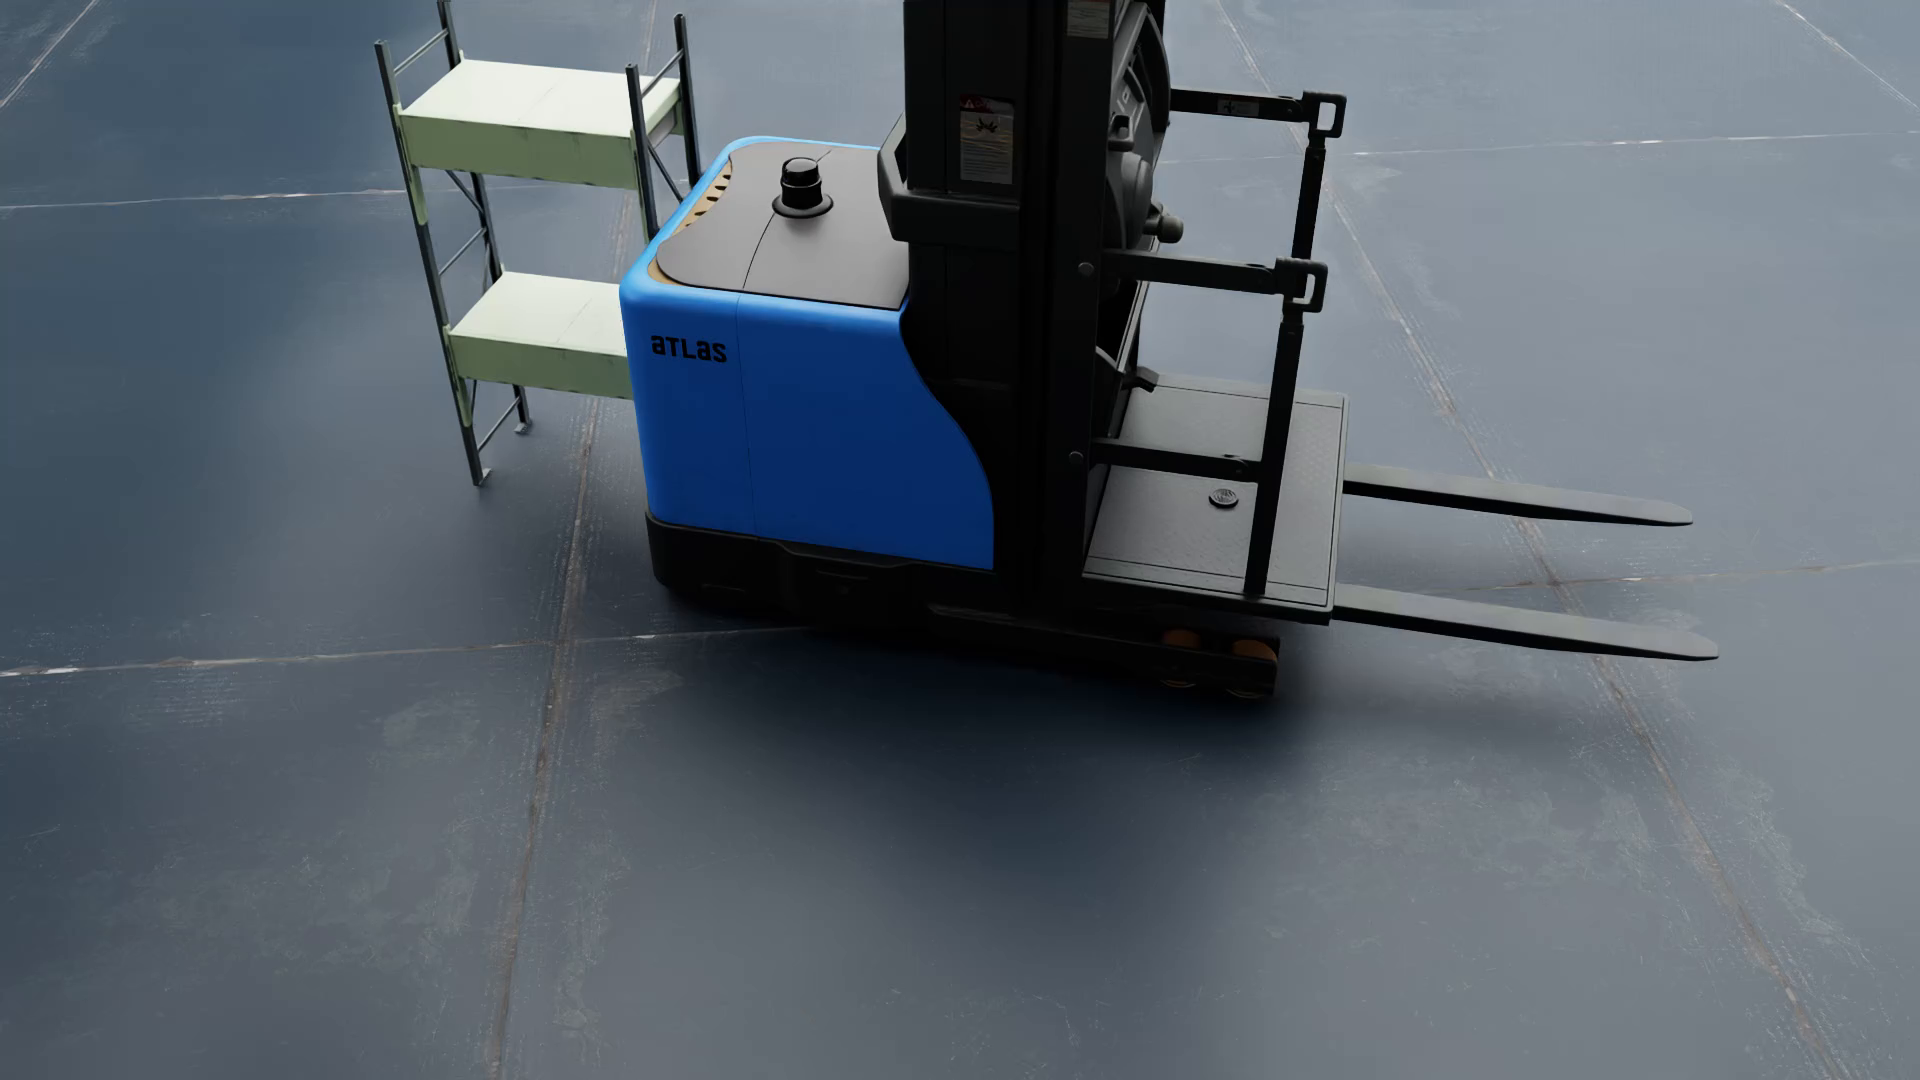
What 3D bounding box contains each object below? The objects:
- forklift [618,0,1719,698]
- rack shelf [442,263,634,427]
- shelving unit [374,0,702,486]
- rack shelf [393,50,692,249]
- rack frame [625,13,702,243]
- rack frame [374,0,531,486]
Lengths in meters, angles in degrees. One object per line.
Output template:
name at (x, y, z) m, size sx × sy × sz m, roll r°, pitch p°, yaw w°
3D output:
forklift at (0.647, -1.068, 4.237) m, size 3.031 × 2.935 × 1.130 m, roll 8°, pitch 39°, yaw 10°
rack shelf at (-1.191, -0.582, 5.303) m, size 0.720 × 0.370 × 0.431 m, roll 8°, pitch 39°, yaw 10°
shelving unit at (-1.192, -0.838, 5.101) m, size 0.755 × 1.500 × 0.431 m, roll 8°, pitch 39°, yaw 10°
rack shelf at (-1.192, -1.145, 4.859) m, size 0.720 × 0.370 × 0.431 m, roll 8°, pitch 39°, yaw 10°
rack frame at (-0.835, -0.788, 5.037) m, size 0.023 × 1.500 × 0.400 m, roll 8°, pitch 39°, yaw 10°
rack frame at (-1.549, -0.889, 5.165) m, size 0.023 × 1.500 × 0.400 m, roll 8°, pitch 39°, yaw 10°
